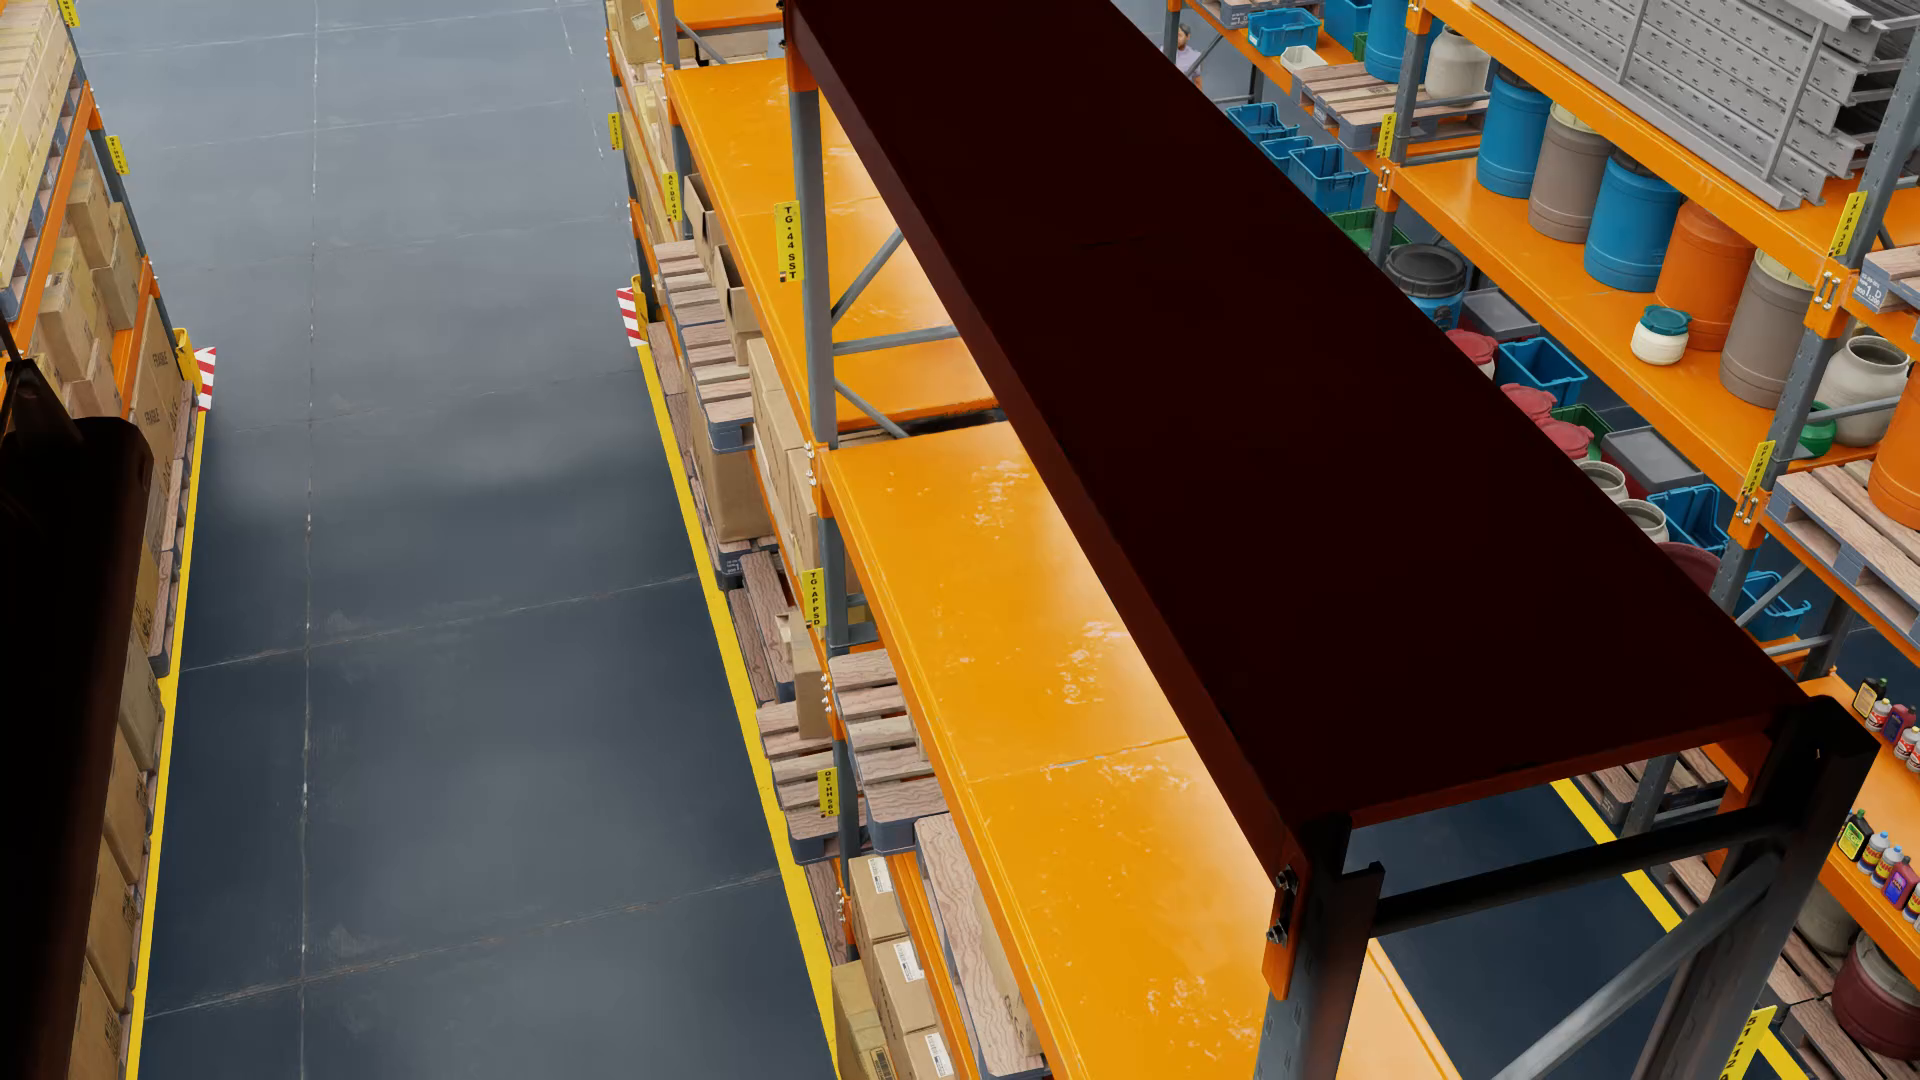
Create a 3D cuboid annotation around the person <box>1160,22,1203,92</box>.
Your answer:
[{"bbox_3d":[2.222,-4.533,17.210,0.701,1.644,0.379,2,38,2],"label":"person"}]
